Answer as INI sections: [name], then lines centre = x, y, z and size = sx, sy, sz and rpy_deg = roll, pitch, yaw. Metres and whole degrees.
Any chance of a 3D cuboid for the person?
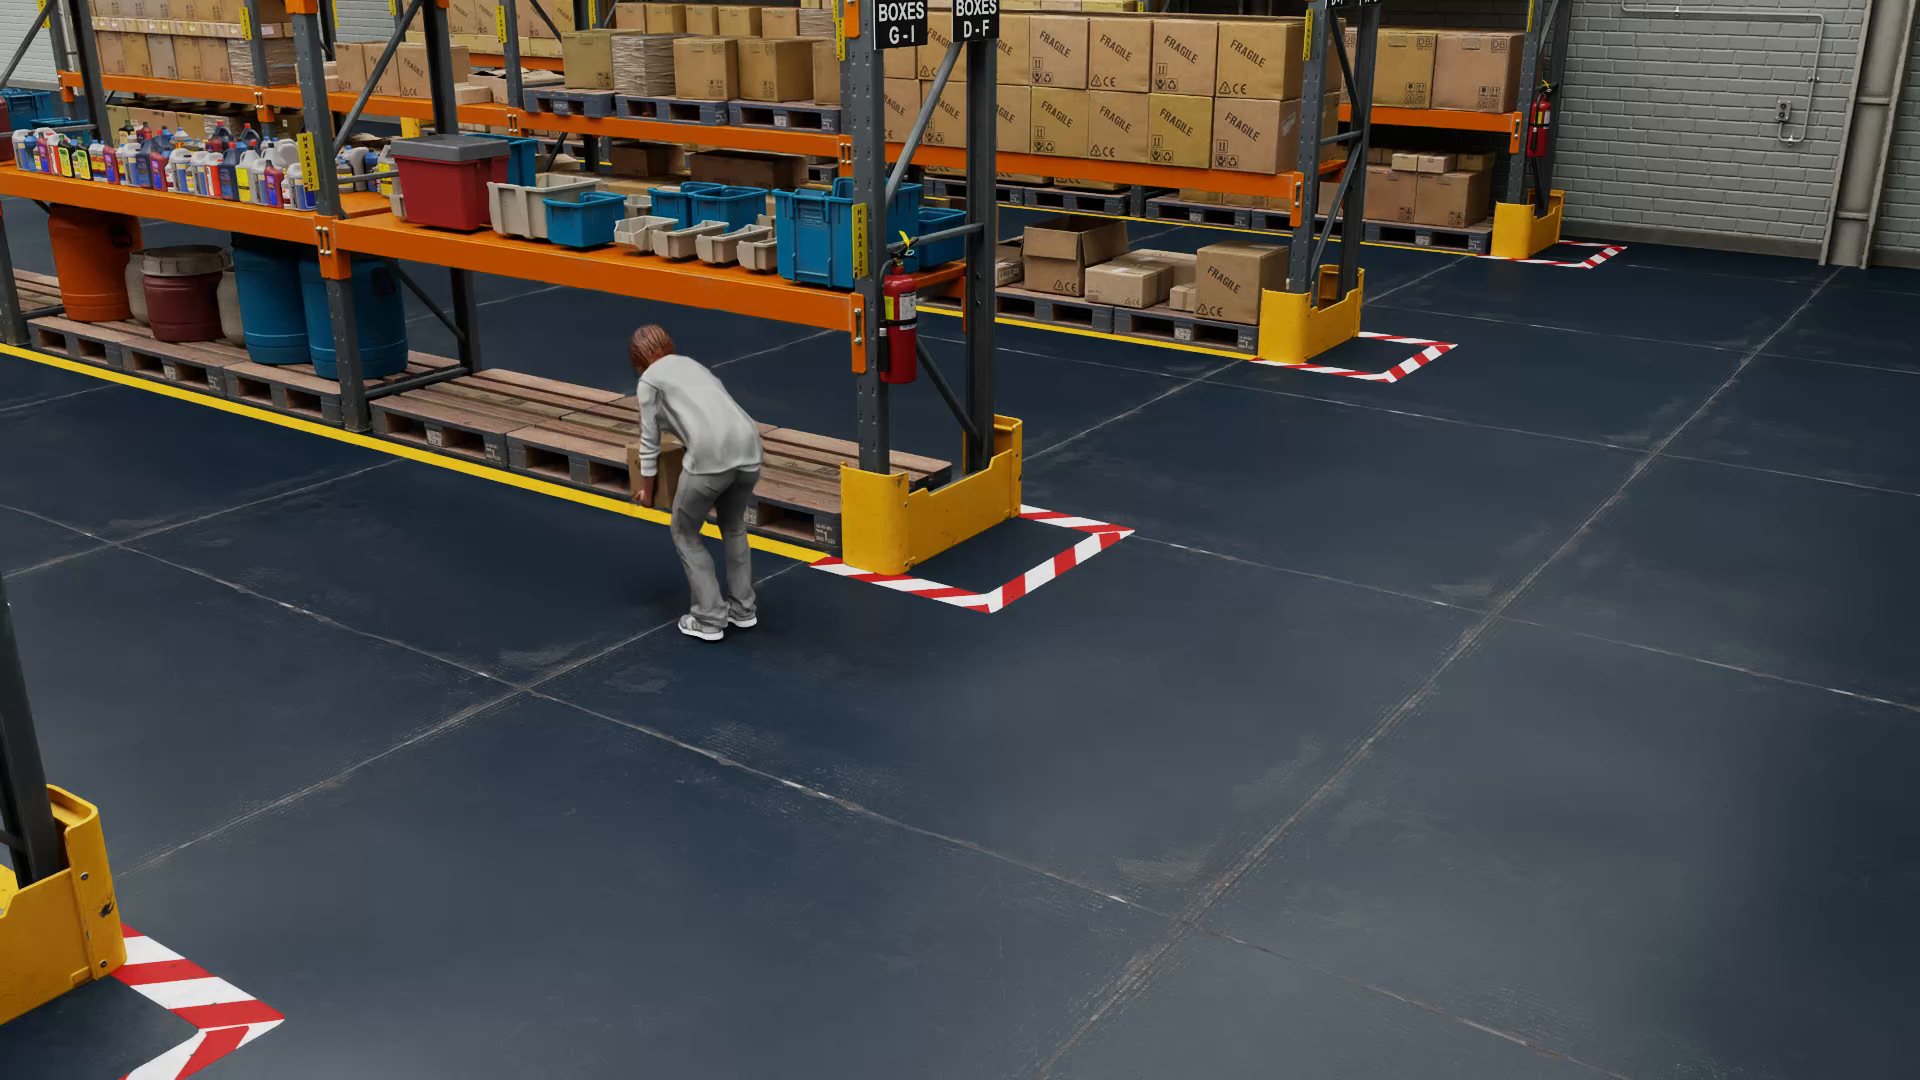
[person]
centre = -1.158, -0.252, 7.230
size = 0.382, 1.289, 0.782
rpy_deg = -17, 26, -39
